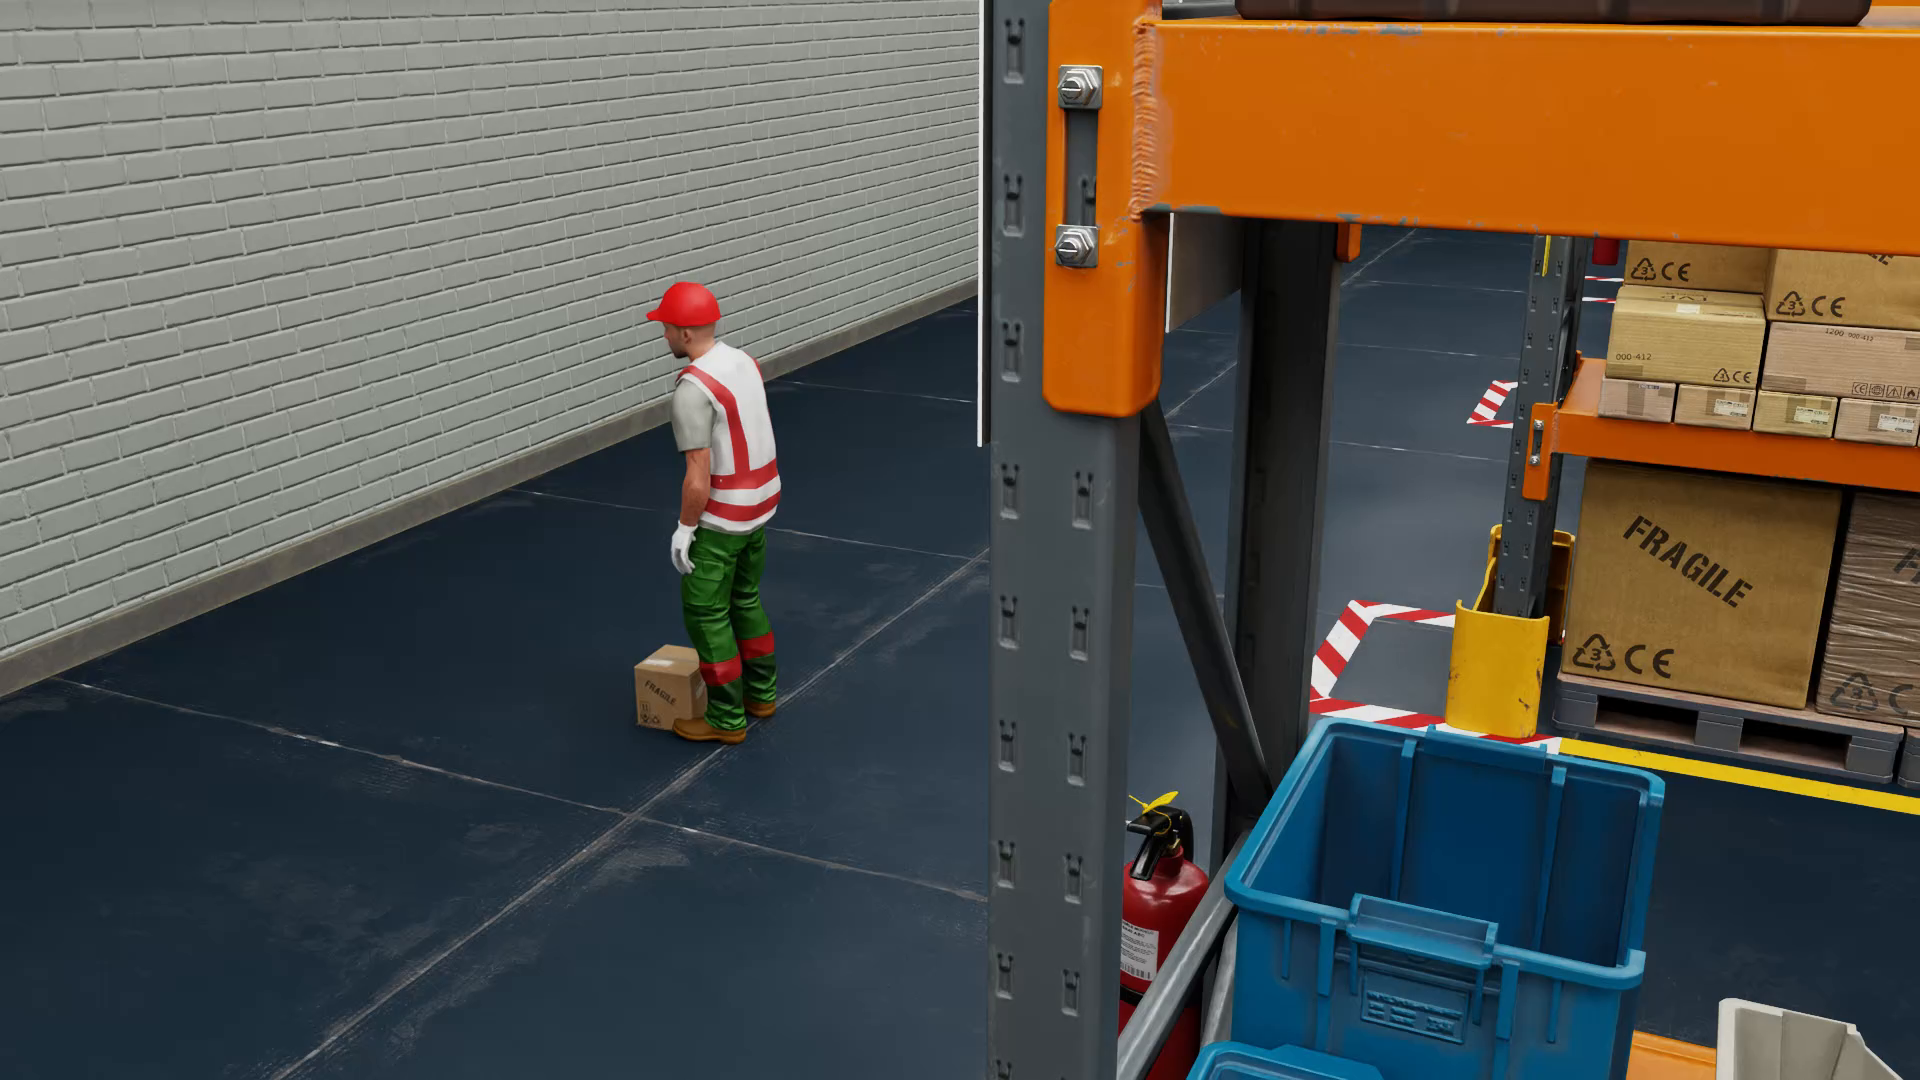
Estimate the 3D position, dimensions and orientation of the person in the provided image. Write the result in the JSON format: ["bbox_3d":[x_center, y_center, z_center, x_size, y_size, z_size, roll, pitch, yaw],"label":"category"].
[{"bbox_3d":[-0.922,-0.096,6.326,0.454,1.777,0.608,7,20,20],"label":"person"}]
